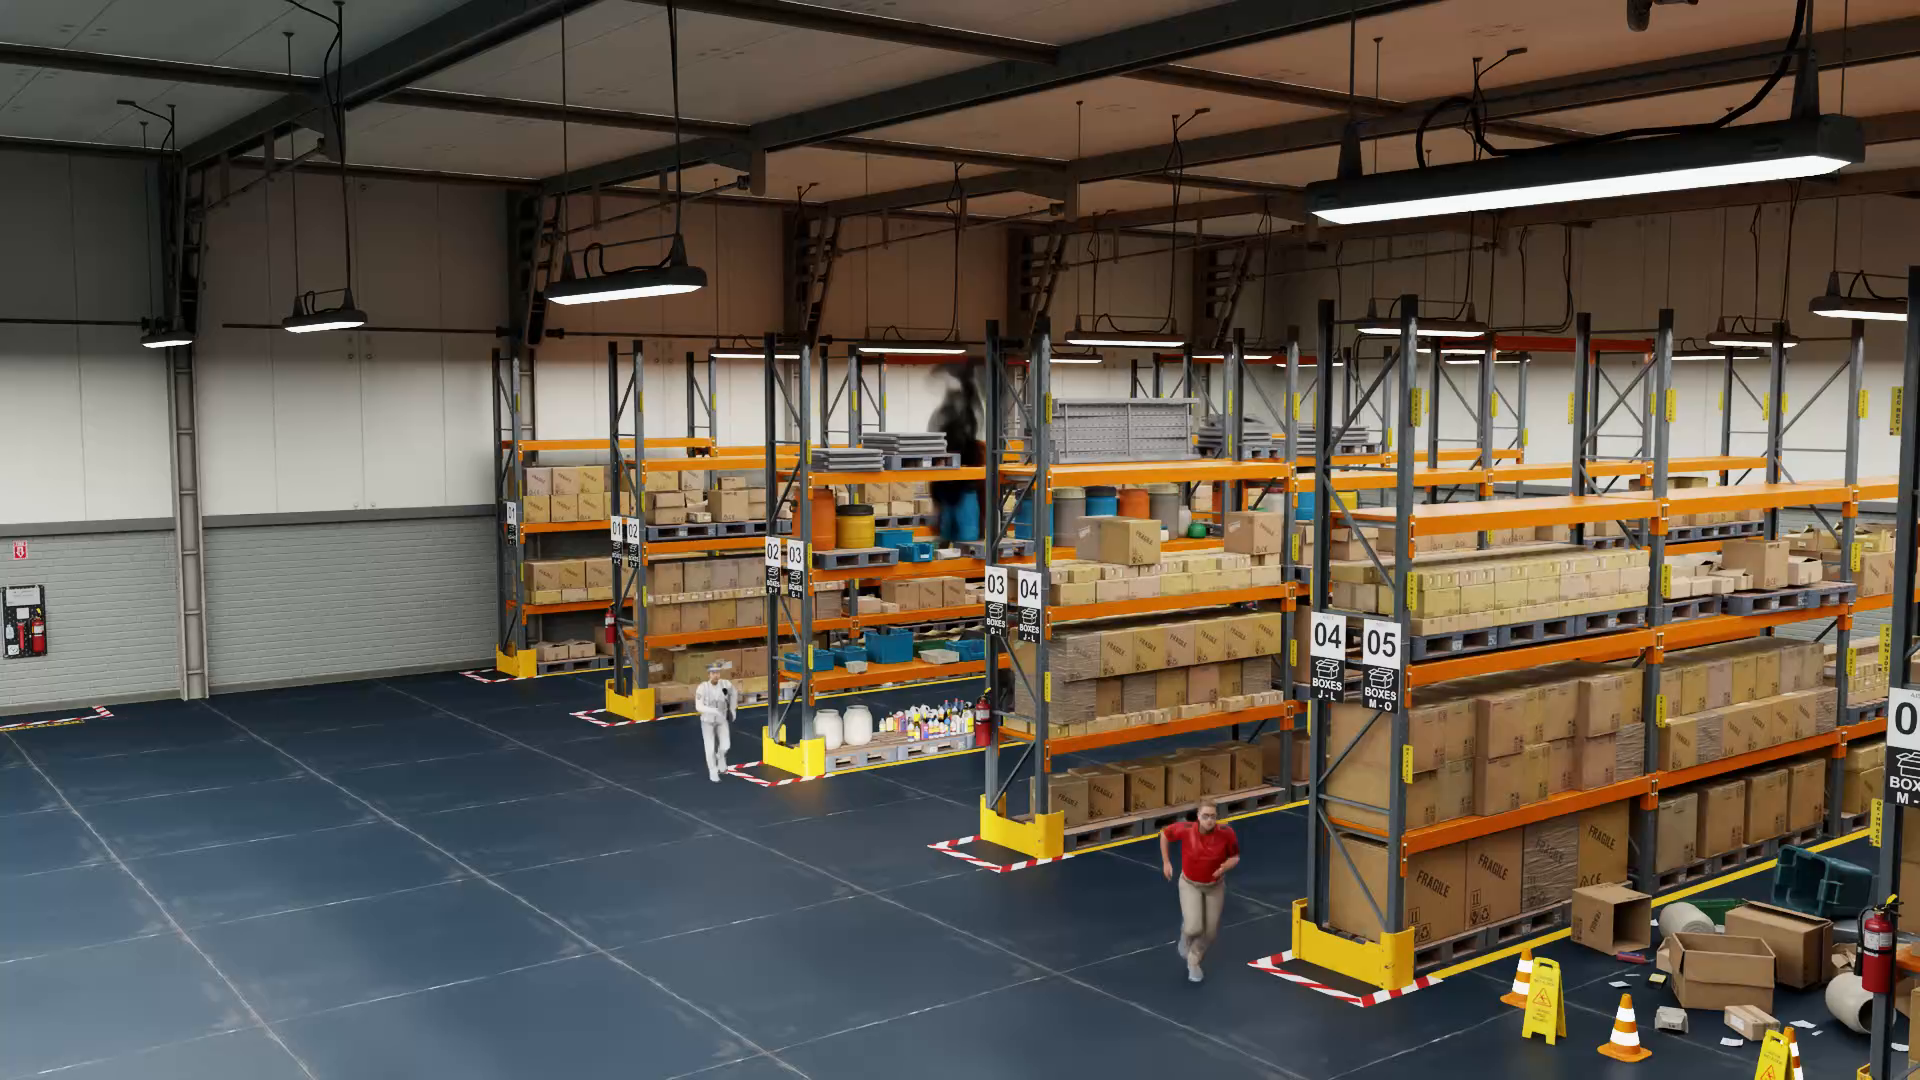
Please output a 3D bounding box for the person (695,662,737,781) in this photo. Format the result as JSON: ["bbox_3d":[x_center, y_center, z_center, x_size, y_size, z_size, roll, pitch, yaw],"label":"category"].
[{"bbox_3d":[-3.213,2.408,22.024,0.579,1.627,0.677,-1,5,-13],"label":"person"}]

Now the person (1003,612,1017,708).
[{"bbox_3d":[0.815,1.959,27.279,0.567,1.621,0.561,-4,7,-40],"label":"person"}]

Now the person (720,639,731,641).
[{"bbox_3d":[-4.268,1.636,30.385,0.662,1.818,0.831,5,7,43],"label":"person"}]

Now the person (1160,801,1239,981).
[{"bbox_3d":[2.113,3.075,14.540,0.649,1.650,0.730,0,5,-5],"label":"person"}]
